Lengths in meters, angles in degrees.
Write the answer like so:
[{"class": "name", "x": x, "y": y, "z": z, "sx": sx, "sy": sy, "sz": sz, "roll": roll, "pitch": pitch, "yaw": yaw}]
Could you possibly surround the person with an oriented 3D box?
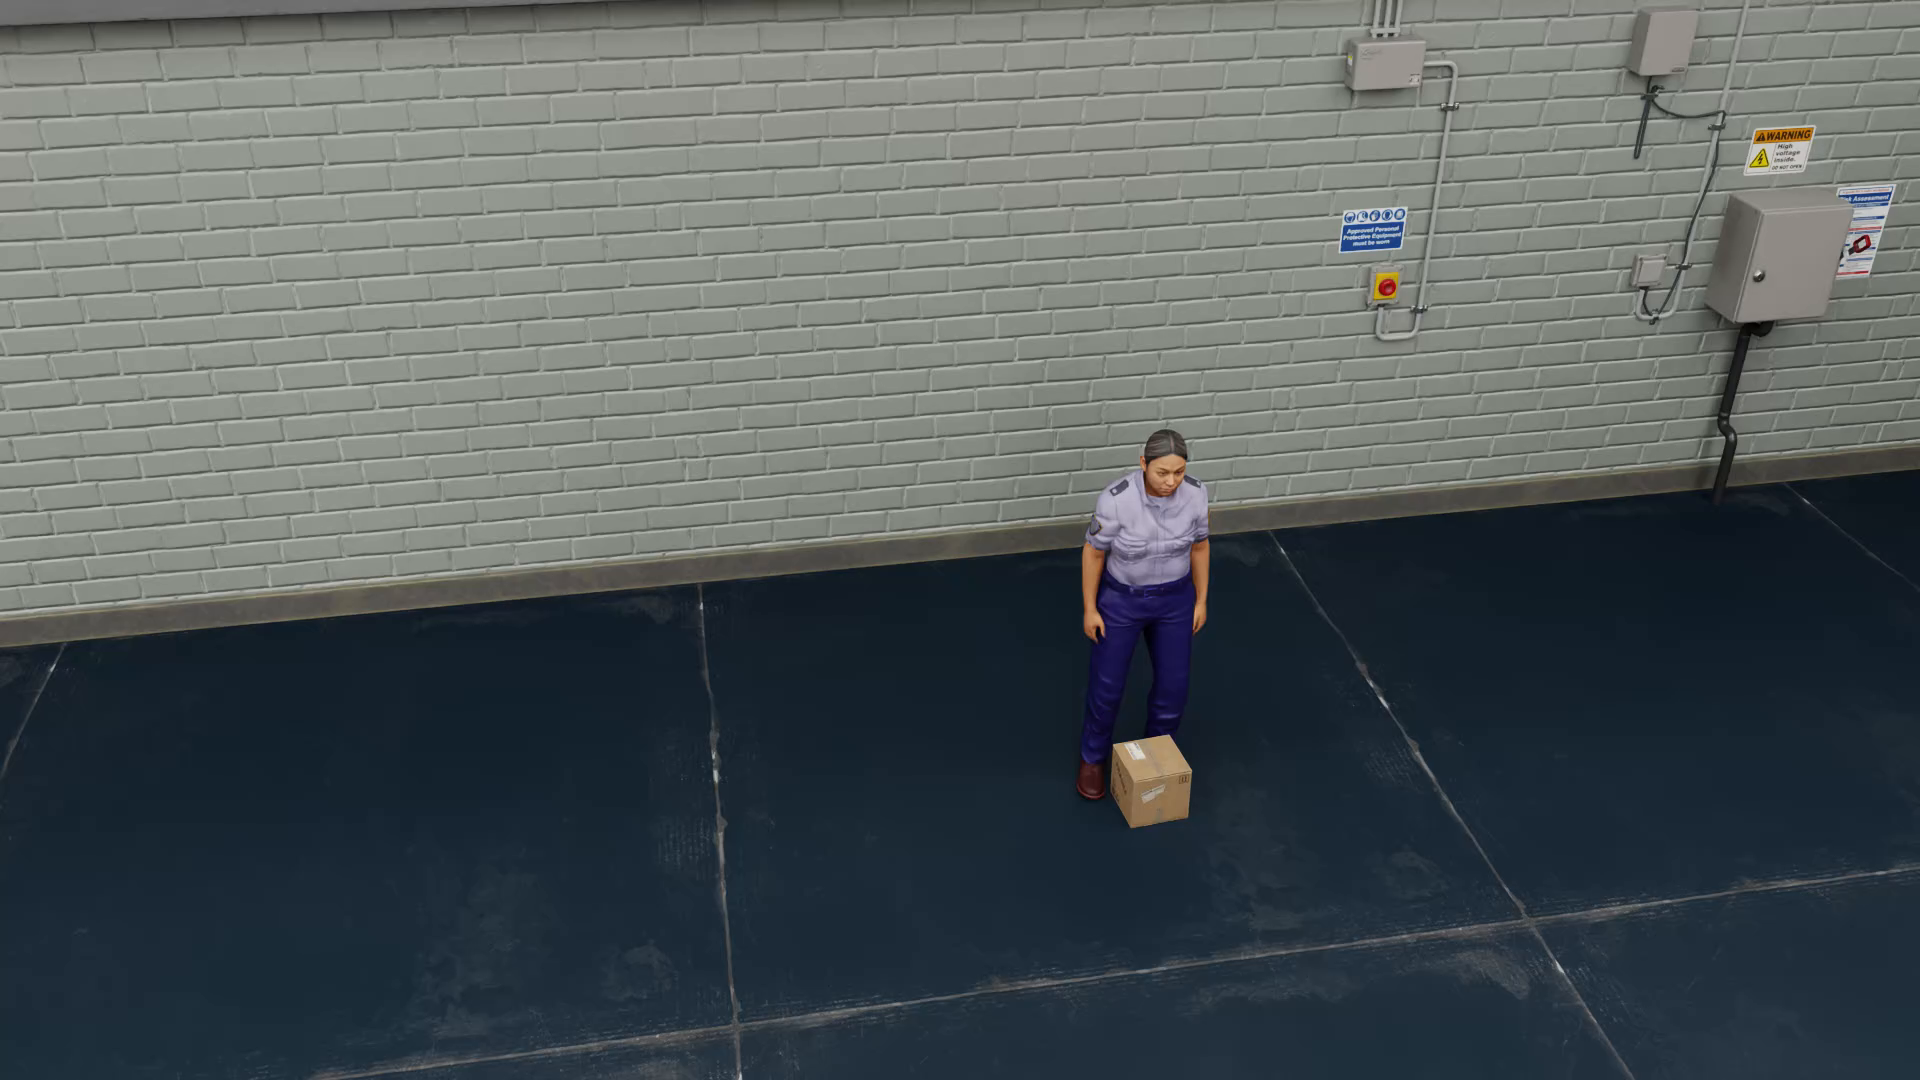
[{"class": "person", "x": 0.742, "y": 0.282, "z": 6.669, "sx": 0.537, "sy": 1.651, "sz": 0.417, "roll": -5, "pitch": 31, "yaw": -9}]
